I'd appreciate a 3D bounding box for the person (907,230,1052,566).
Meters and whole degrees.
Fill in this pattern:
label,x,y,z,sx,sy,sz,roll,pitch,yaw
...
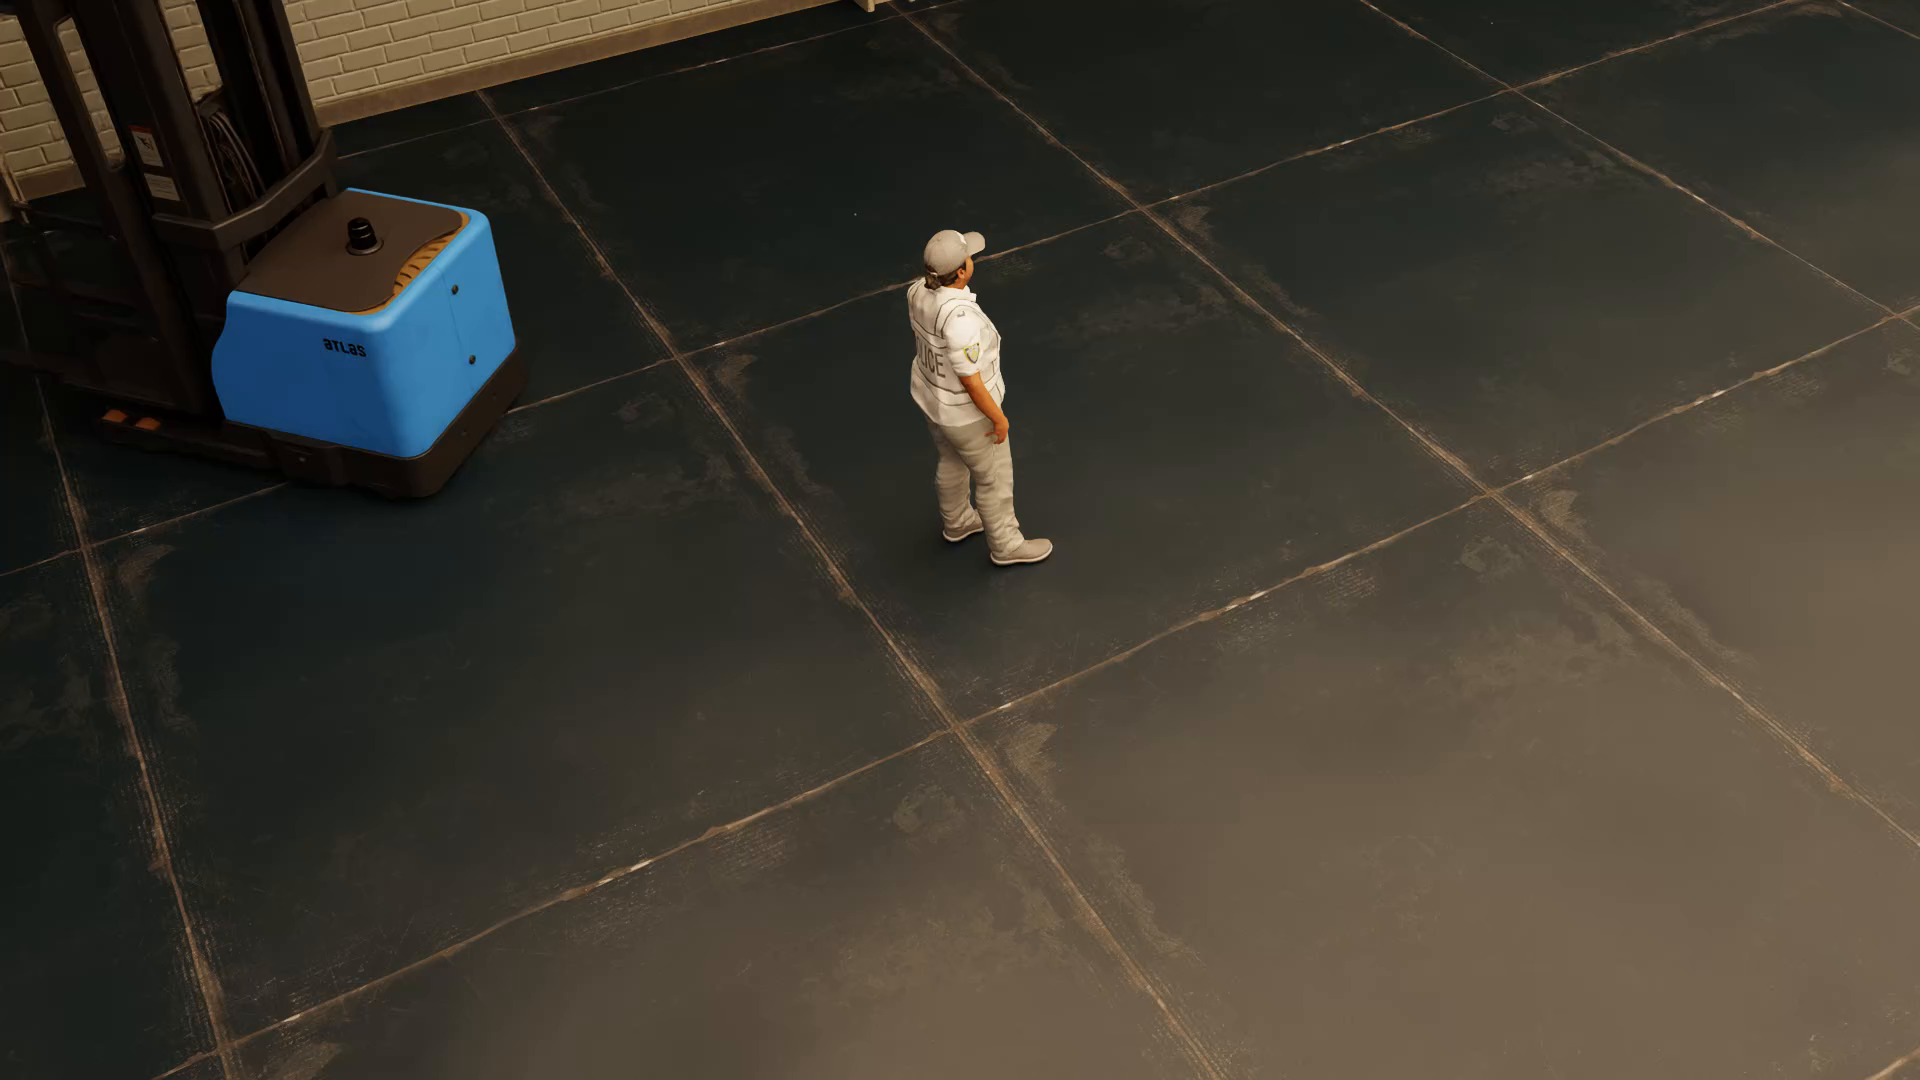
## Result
label,x,y,z,sx,sy,sz,roll,pitch,yaw
person,0.078,-0.629,7.294,0.529,1.670,0.598,-21,47,-21

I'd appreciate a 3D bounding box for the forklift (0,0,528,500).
label,x,y,z,sx,sy,sz,roll,pitch,yaw
forklift,-3.820,-1.853,7.695,3.031,2.935,1.130,12,44,13
